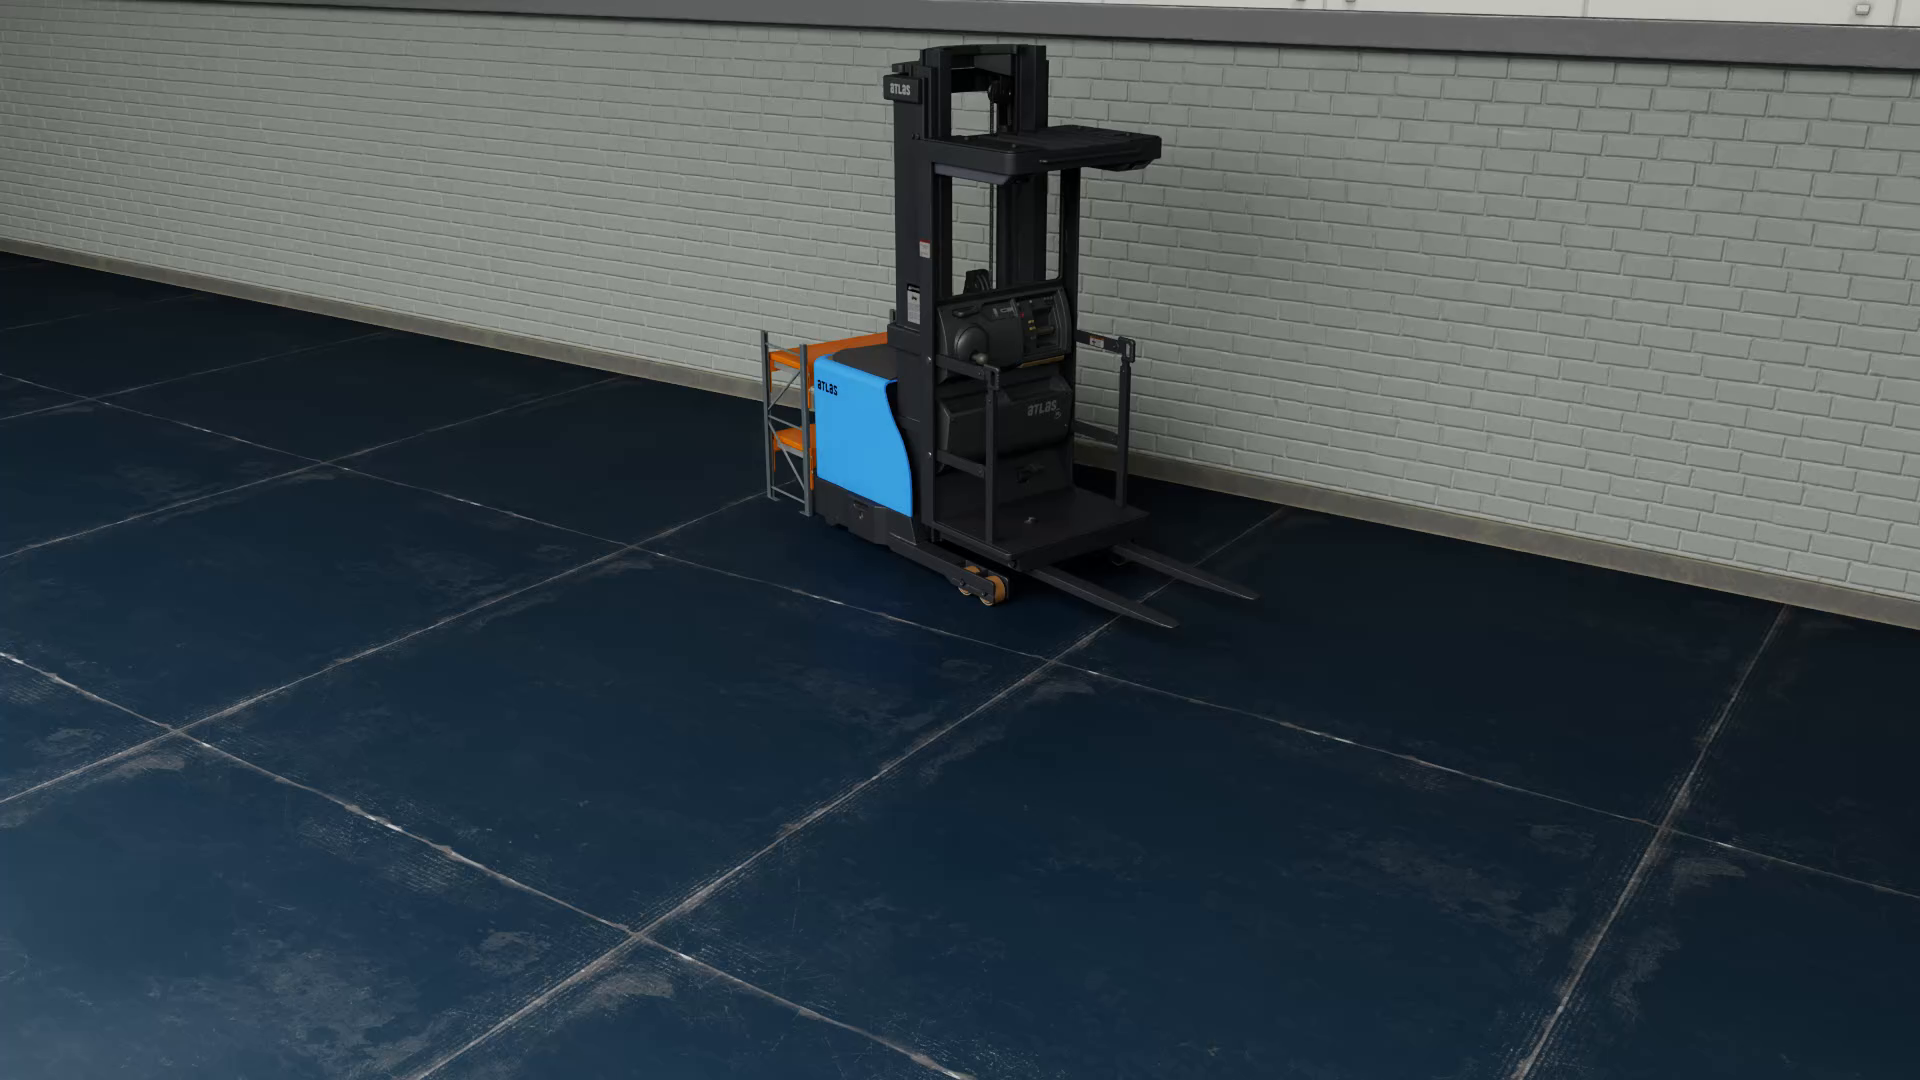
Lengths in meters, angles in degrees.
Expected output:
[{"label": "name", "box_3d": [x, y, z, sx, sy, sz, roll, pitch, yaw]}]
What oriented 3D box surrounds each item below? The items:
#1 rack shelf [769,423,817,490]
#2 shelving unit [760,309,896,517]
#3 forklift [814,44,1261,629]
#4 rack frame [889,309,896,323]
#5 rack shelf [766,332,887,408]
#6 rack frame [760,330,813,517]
[{"label": "rack shelf", "box_3d": [-0.712, -0.627, 11.044, 1.000, 0.278, 0.538, -15, 25, -35]}, {"label": "shelving unit", "box_3d": [-0.712, -0.857, 10.959, 1.048, 1.125, 0.538, -15, 25, -35]}, {"label": "forklift", "box_3d": [0.393, -1.204, 9.294, 1.130, 2.935, 3.031, -15, 25, -36]}, {"label": "rack frame", "box_3d": [-0.312, -0.965, 11.253, 0.032, 1.125, 0.500, -15, 25, -35]}, {"label": "rack shelf", "box_3d": [-0.712, -1.131, 10.858, 1.000, 0.278, 0.538, -15, 25, -35]}, {"label": "rack frame", "box_3d": [-1.113, -0.748, 10.665, 0.032, 1.125, 0.500, -15, 25, -35]}]
